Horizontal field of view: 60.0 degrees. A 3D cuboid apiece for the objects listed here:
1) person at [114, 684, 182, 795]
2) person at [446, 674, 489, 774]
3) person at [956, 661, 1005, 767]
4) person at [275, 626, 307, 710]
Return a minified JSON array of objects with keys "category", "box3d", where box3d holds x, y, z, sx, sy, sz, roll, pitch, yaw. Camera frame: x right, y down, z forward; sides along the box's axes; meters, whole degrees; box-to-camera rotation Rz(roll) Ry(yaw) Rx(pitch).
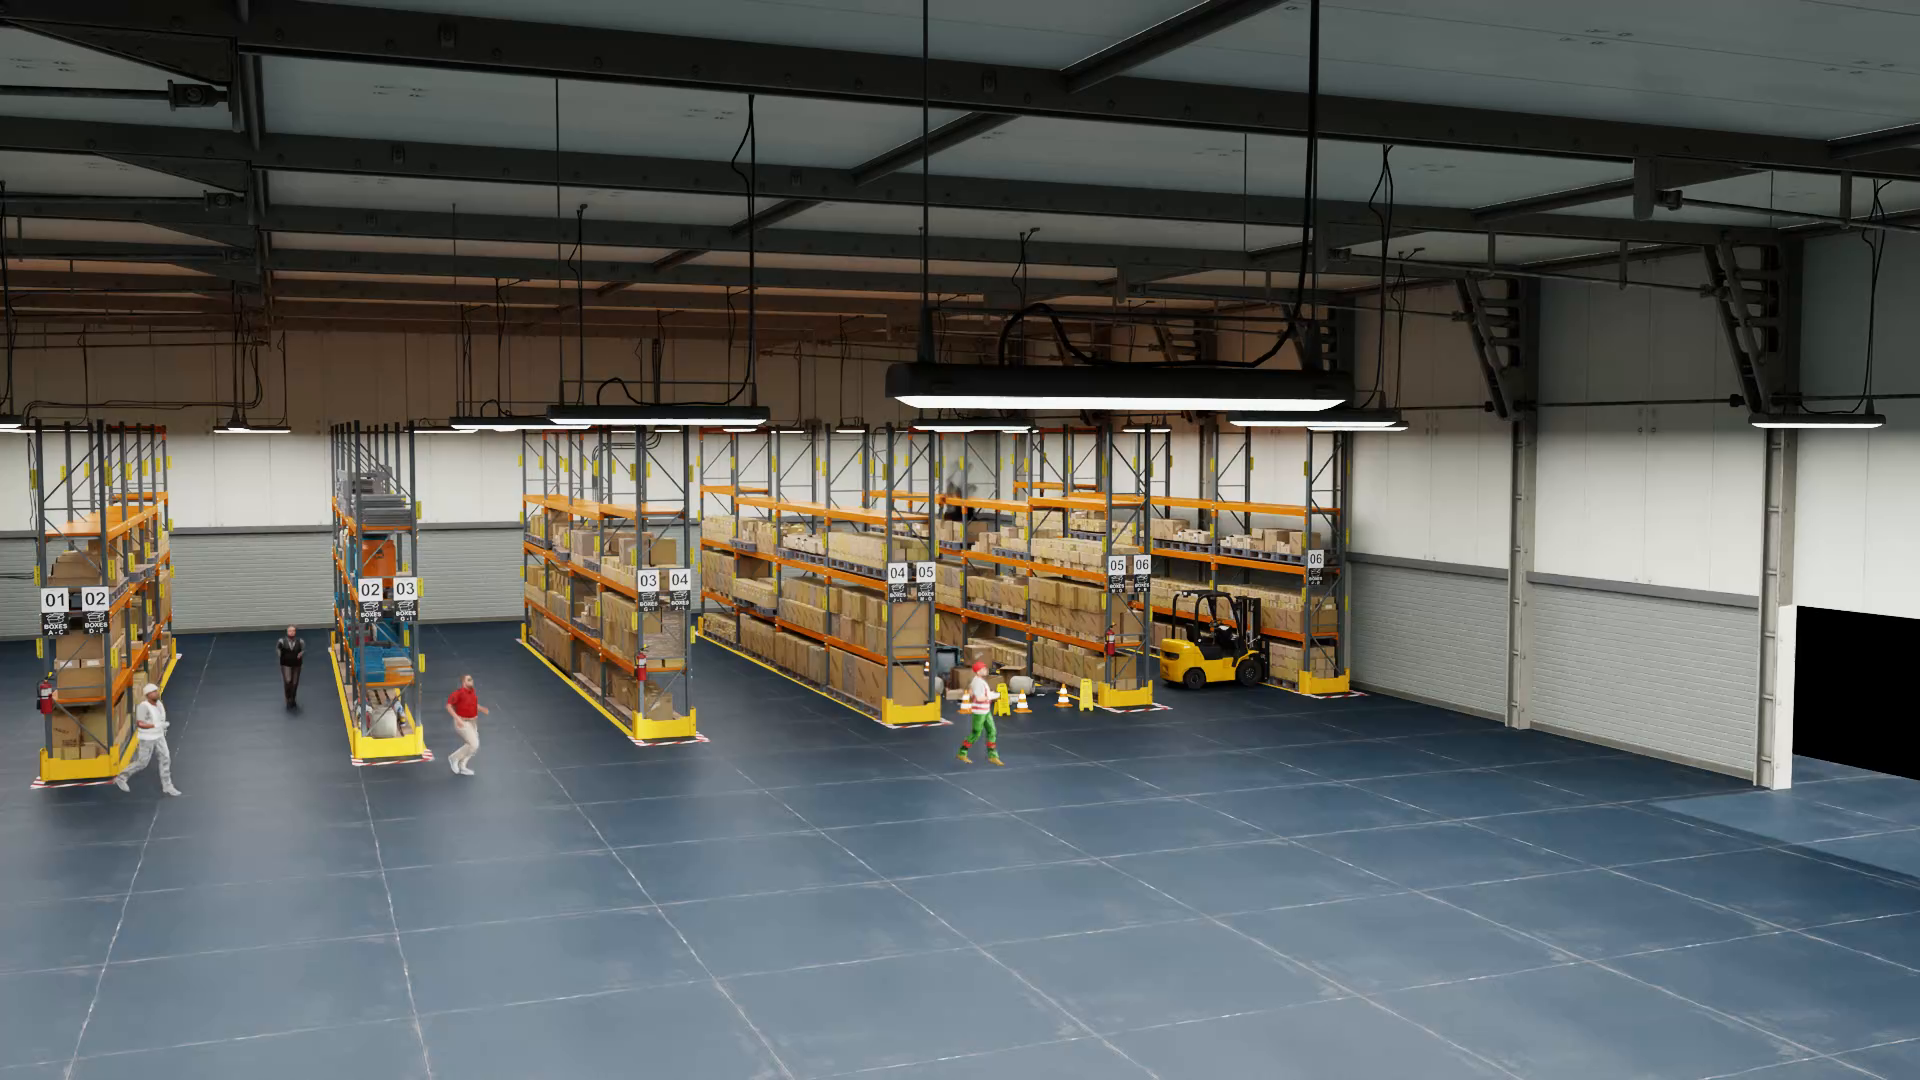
[{"category":"person","box3d":[-12.911,3.174,26.454,0.996,1.796,0.694,0,4,7]},{"category":"person","box3d":[-8.306,3.117,28.160,0.612,1.695,0.645,1,4,12]},{"category":"person","box3d":[0.348,3.010,28.761,0.847,1.825,0.640,1,4,15]},{"category":"person","box3d":[-14.087,2.689,35.072,0.574,1.760,0.845,-2,4,-32]}]
